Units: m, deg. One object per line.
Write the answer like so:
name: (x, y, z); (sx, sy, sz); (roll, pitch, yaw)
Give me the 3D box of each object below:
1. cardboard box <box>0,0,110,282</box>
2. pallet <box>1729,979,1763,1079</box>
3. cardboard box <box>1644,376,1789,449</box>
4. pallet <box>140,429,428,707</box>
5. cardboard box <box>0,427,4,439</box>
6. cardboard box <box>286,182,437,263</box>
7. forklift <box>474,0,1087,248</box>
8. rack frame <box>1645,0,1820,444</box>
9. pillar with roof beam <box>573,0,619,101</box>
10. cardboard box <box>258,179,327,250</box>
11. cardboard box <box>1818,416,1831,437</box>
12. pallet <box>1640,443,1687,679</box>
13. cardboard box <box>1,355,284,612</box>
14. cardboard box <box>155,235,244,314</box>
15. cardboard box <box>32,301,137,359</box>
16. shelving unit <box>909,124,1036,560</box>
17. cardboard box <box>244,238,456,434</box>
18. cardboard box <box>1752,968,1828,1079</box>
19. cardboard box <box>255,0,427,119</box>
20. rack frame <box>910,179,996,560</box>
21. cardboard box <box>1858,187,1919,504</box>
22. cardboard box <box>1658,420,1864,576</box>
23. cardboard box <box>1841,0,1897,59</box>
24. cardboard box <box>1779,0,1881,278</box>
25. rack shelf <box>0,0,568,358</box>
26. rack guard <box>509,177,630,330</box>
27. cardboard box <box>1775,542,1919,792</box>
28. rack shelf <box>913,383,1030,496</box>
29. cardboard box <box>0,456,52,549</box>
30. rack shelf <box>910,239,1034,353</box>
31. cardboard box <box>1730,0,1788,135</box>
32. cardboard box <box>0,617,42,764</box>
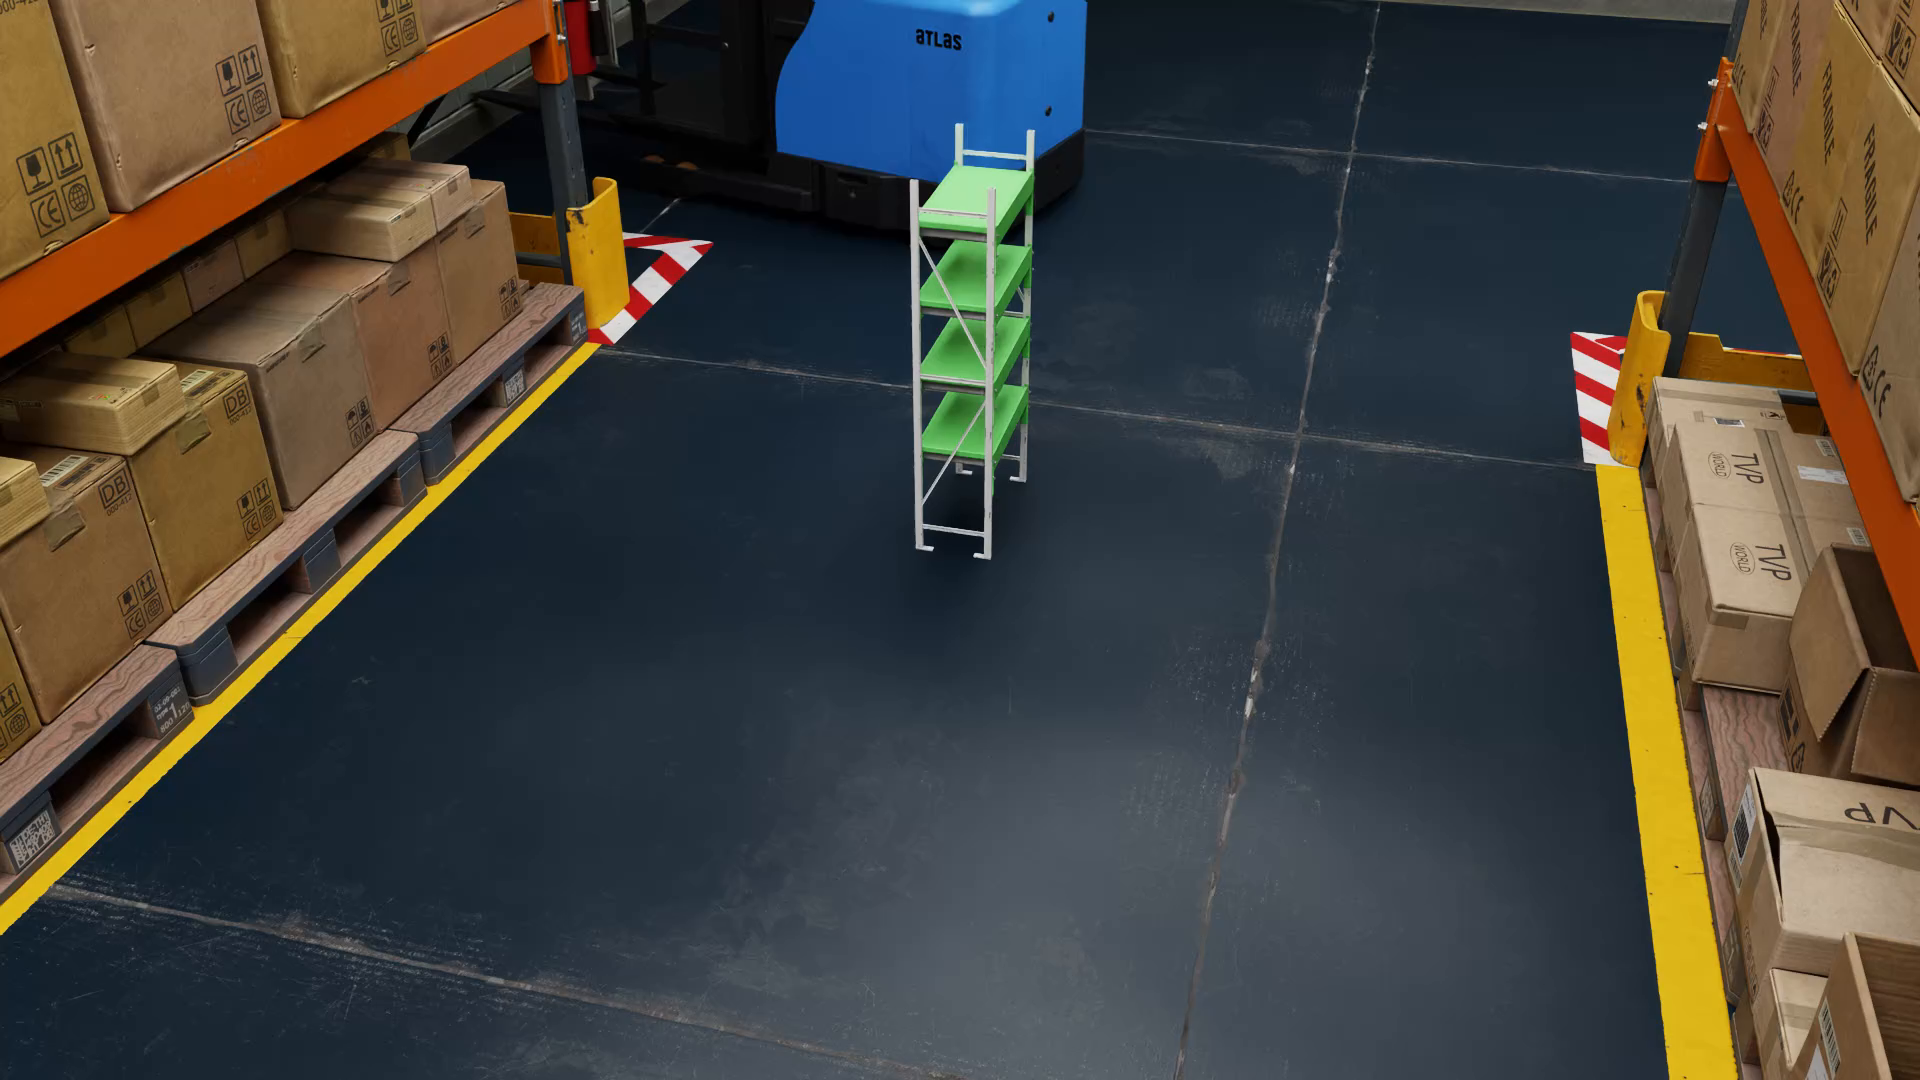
cardboard box: (-2.618, -0.951, 3.671); (0.980, 0.700, 0.700); (7, 33, 11)
pallet: (2.006, 1.326, 2.968); (1.003, 0.211, 1.213); (8, 33, 12)
cardboard box: (2.407, -0.383, 5.303); (0.380, 0.149, 0.250); (8, 33, 12)
pallet: (-2.386, -0.010, 5.068); (1.003, 0.211, 1.213); (8, 33, 12)
cardboard box: (-2.704, -0.300, 4.260); (0.380, 0.149, 0.250); (7, 33, 11)
cardboard box: (-1.948, -1.038, 5.421); (0.380, 0.149, 0.250); (9, 34, 14)
forklift: (-0.962, -3.055, 7.324); (3.031, 2.935, 1.130); (16, 36, 24)
rack frame: (2.846, -1.571, 4.924); (1.000, 3.000, 0.127); (8, 33, 12)
pillar with roof beam: (2.066, -5.707, 5.840); (9.100, 9.000, 0.400); (8, 33, 12)
cardboard box: (-2.317, -1.091, 5.505); (0.380, 0.149, 0.250); (8, 33, 12)
cardboard box: (2.946, -0.386, 4.980); (0.500, 0.500, 0.500); (8, 33, 12)
pallet: (2.625, 0.060, 4.960); (1.003, 0.211, 1.213); (8, 33, 12)
cardboard box: (-2.410, -0.190, 4.692); (0.700, 0.500, 0.500); (9, 33, 14)
cardboard box: (-2.445, -0.829, 5.093); (0.380, 0.149, 0.250); (8, 33, 13)
cardboard box: (-2.574, -0.565, 4.677); (0.380, 0.149, 0.250); (7, 33, 12)
shelving unit: (0.042, -0.592, 5.063); (0.258, 1.200, 0.503); (8, 33, 12)
cardboard box: (-2.155, -0.729, 5.539); (0.700, 0.500, 0.500); (8, 33, 12)
cardboard box: (1.738, 0.986, 3.151); (0.380, 0.149, 0.250); (8, 33, 12)
cardboard box: (-2.240, -1.725, 4.887); (0.980, 0.700, 0.700); (8, 33, 12)
rack frame: (-0.020, -0.466, 4.864); (0.240, 1.200, 0.015); (8, 33, 12)
cardboard box: (1.967, -0.366, 2.936); (0.500, 0.500, 0.500); (9, 33, 13)
cardboard box: (2.306, -0.093, 4.753); (0.500, 0.250, 0.500); (8, 33, 12)
cardboard box: (2.221, -1.309, 3.488); (0.500, 0.500, 0.500); (8, 33, 13)
cardboard box: (2.222, -0.890, 3.761); (0.500, 0.500, 0.500); (8, 33, 12)
rack shelf: (-2.454, -0.902, 4.543); (1.077, 0.370, 4.000); (8, 33, 12)
rack guard: (-1.941, -1.201, 6.673); (1.175, 0.500, 0.348); (8, 33, 12)
cardboard box: (2.302, 0.397, 3.746); (0.797, 0.503, 0.637); (8, 33, 12)
rack shelf: (0.042, -0.336, 5.226); (0.258, 0.148, 0.480); (8, 33, 12)
cardboard box: (-2.410, -0.090, 3.930); (0.380, 0.149, 0.250); (9, 34, 14)
rack shelf: (0.042, -0.741, 4.969); (0.258, 0.148, 0.480); (8, 33, 12)
cardboard box: (2.478, -1.418, 4.592); (0.500, 0.500, 0.500); (9, 33, 13)
cardboard box: (-2.673, 0.336, 3.864); (0.700, 0.500, 0.500); (8, 33, 13)
